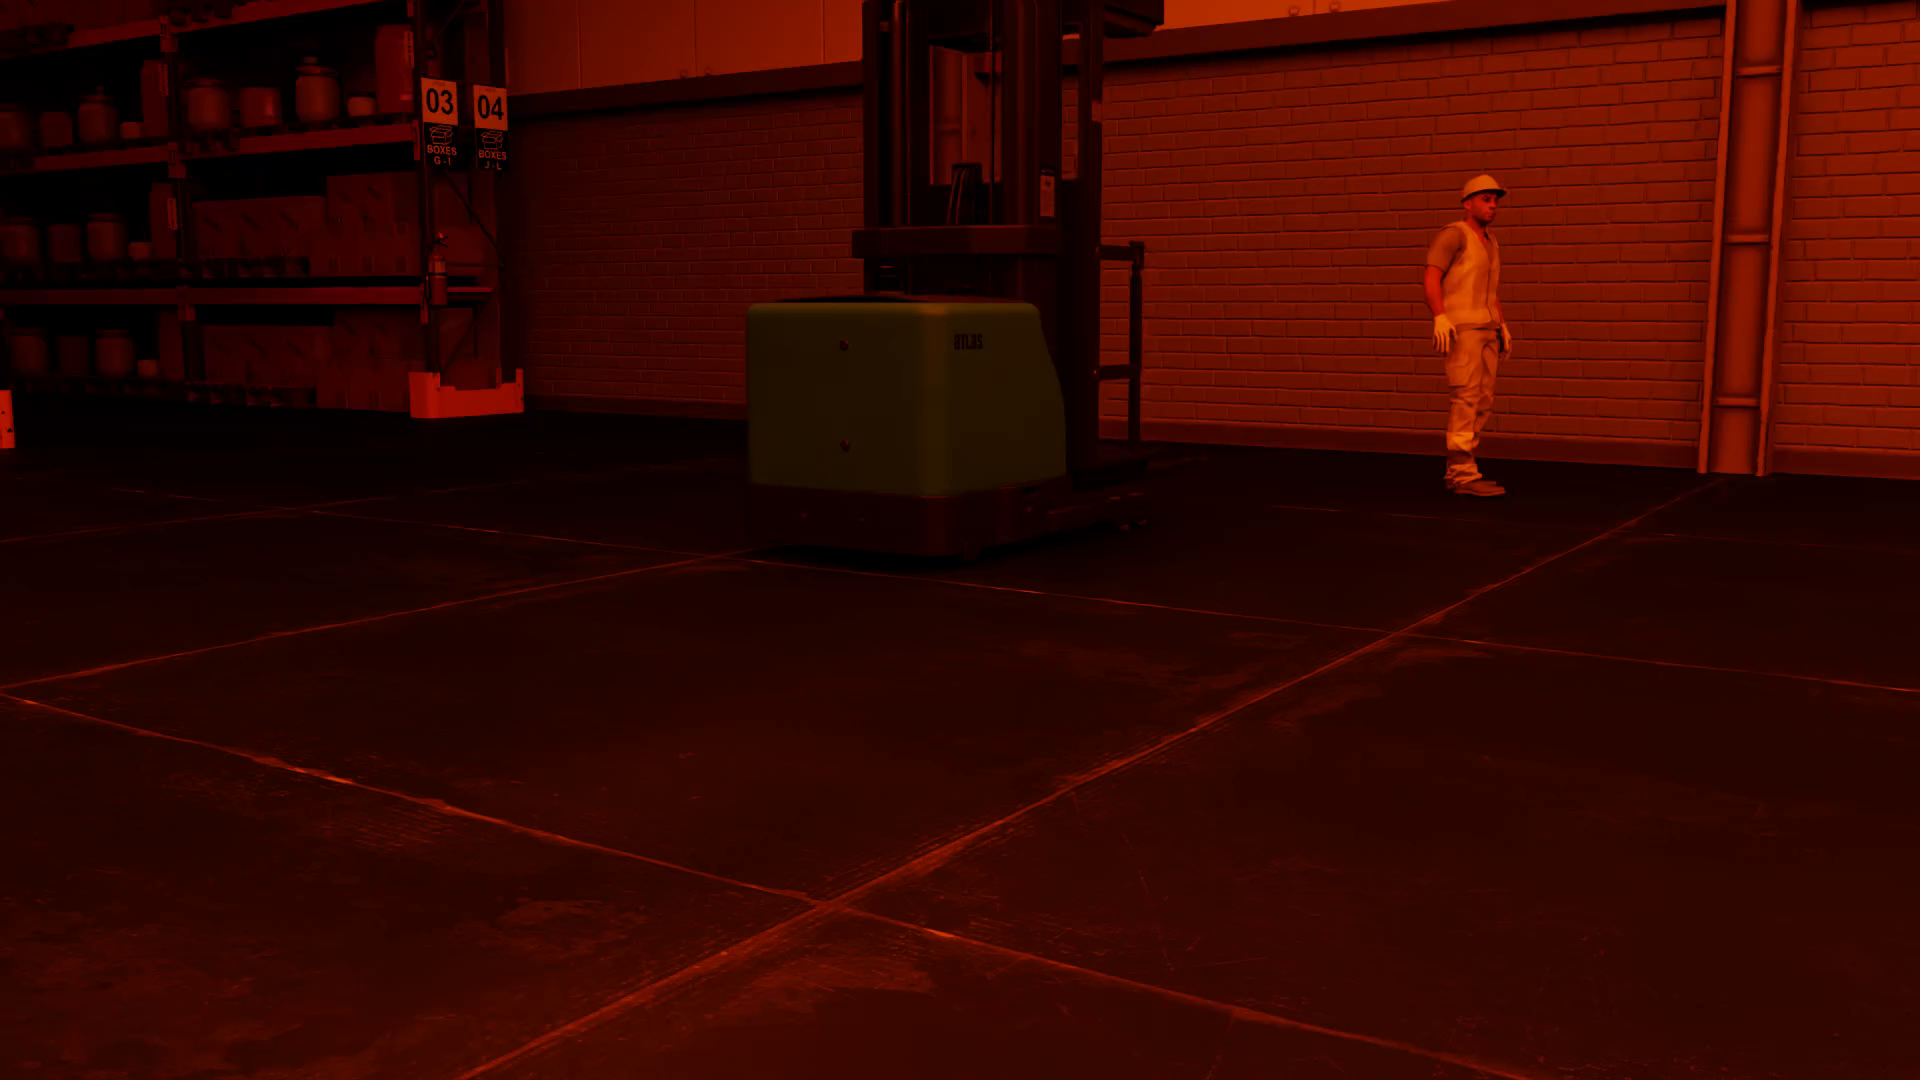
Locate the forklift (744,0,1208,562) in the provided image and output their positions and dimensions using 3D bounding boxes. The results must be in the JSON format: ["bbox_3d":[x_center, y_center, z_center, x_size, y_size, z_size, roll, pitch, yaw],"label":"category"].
[{"bbox_3d":[0.283,-1.528,7.937,1.130,2.935,3.031,5,10,32],"label":"forklift"}]

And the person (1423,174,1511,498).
[{"bbox_3d":[2.939,-1.153,9.362,0.533,1.790,0.713,8,11,43],"label":"person"}]
